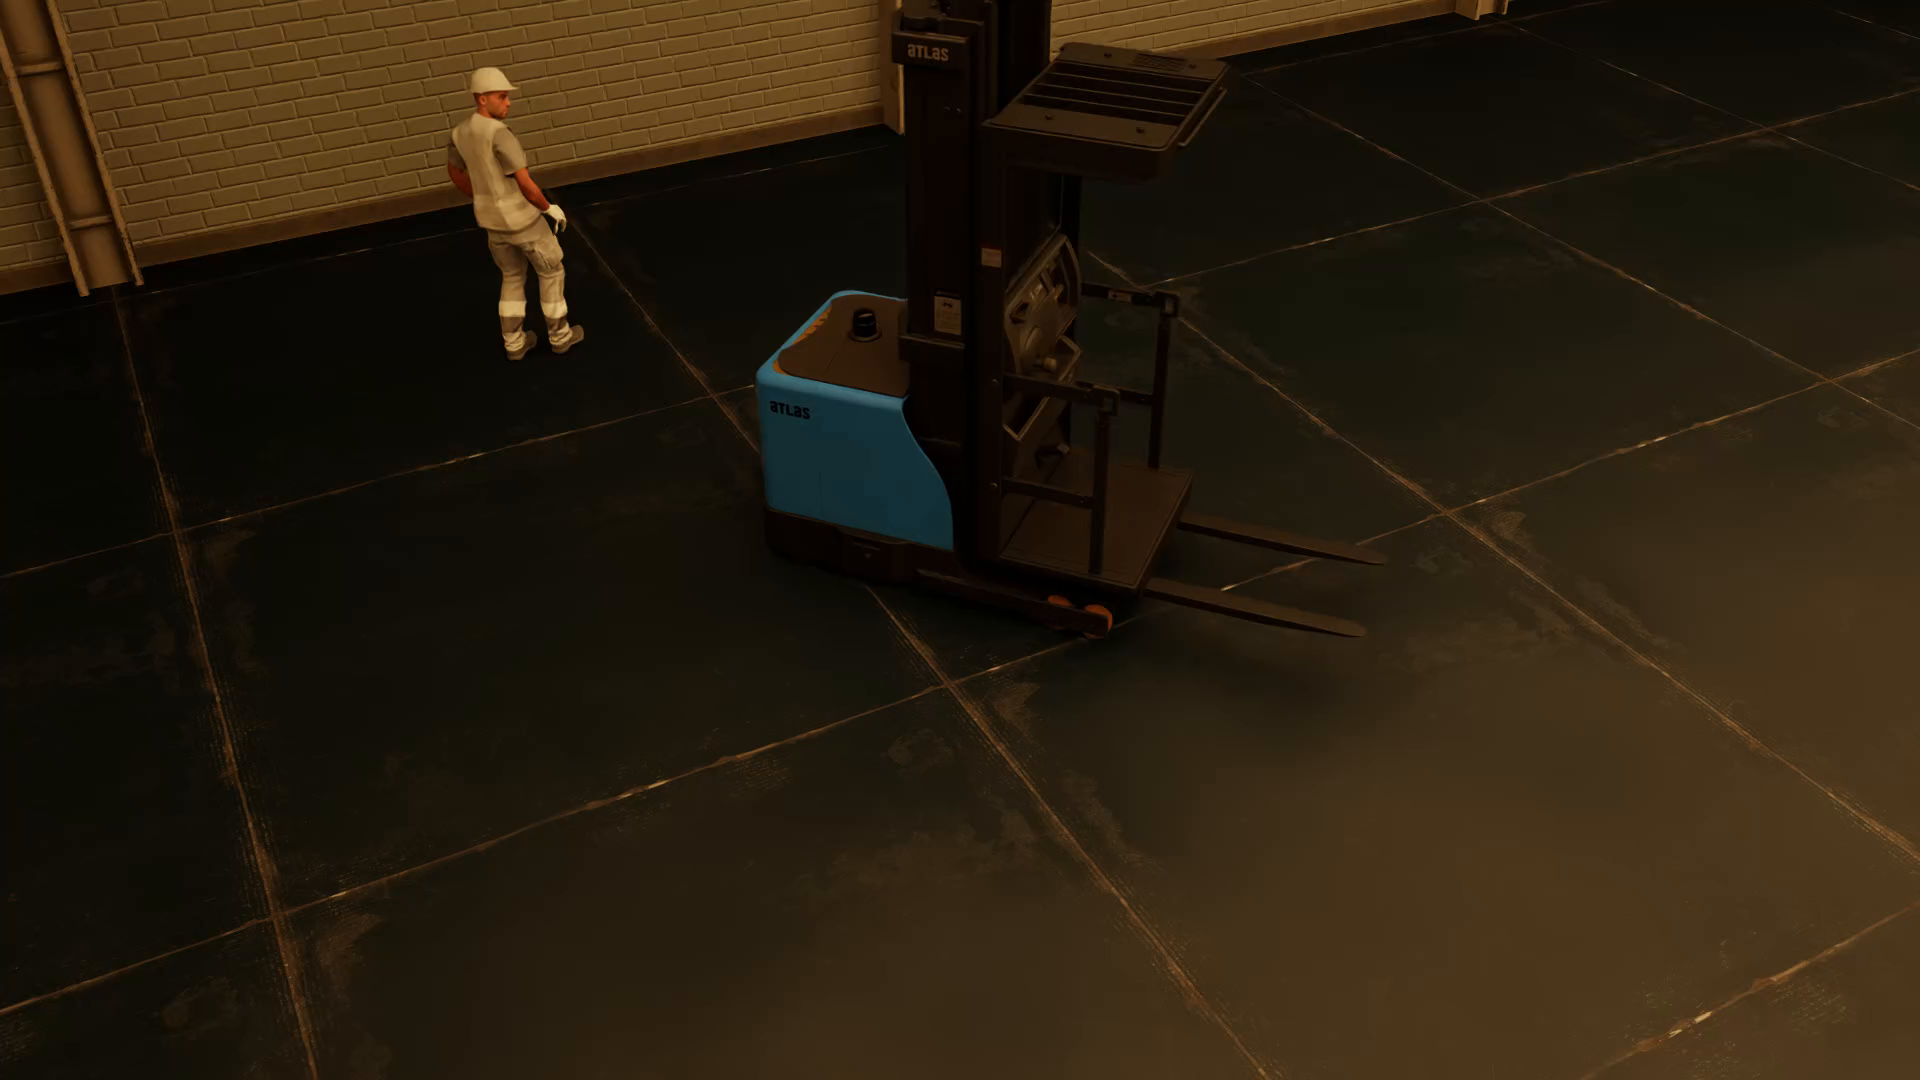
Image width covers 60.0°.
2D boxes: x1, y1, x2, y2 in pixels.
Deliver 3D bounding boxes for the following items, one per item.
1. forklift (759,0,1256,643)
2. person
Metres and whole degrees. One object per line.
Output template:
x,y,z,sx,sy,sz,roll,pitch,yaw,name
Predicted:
0.422,-1.465,8.196,1.130,2.935,3.031,29,44,35,forklift
-2.600,-1.942,9.848,0.641,1.788,0.565,17,39,22,person
